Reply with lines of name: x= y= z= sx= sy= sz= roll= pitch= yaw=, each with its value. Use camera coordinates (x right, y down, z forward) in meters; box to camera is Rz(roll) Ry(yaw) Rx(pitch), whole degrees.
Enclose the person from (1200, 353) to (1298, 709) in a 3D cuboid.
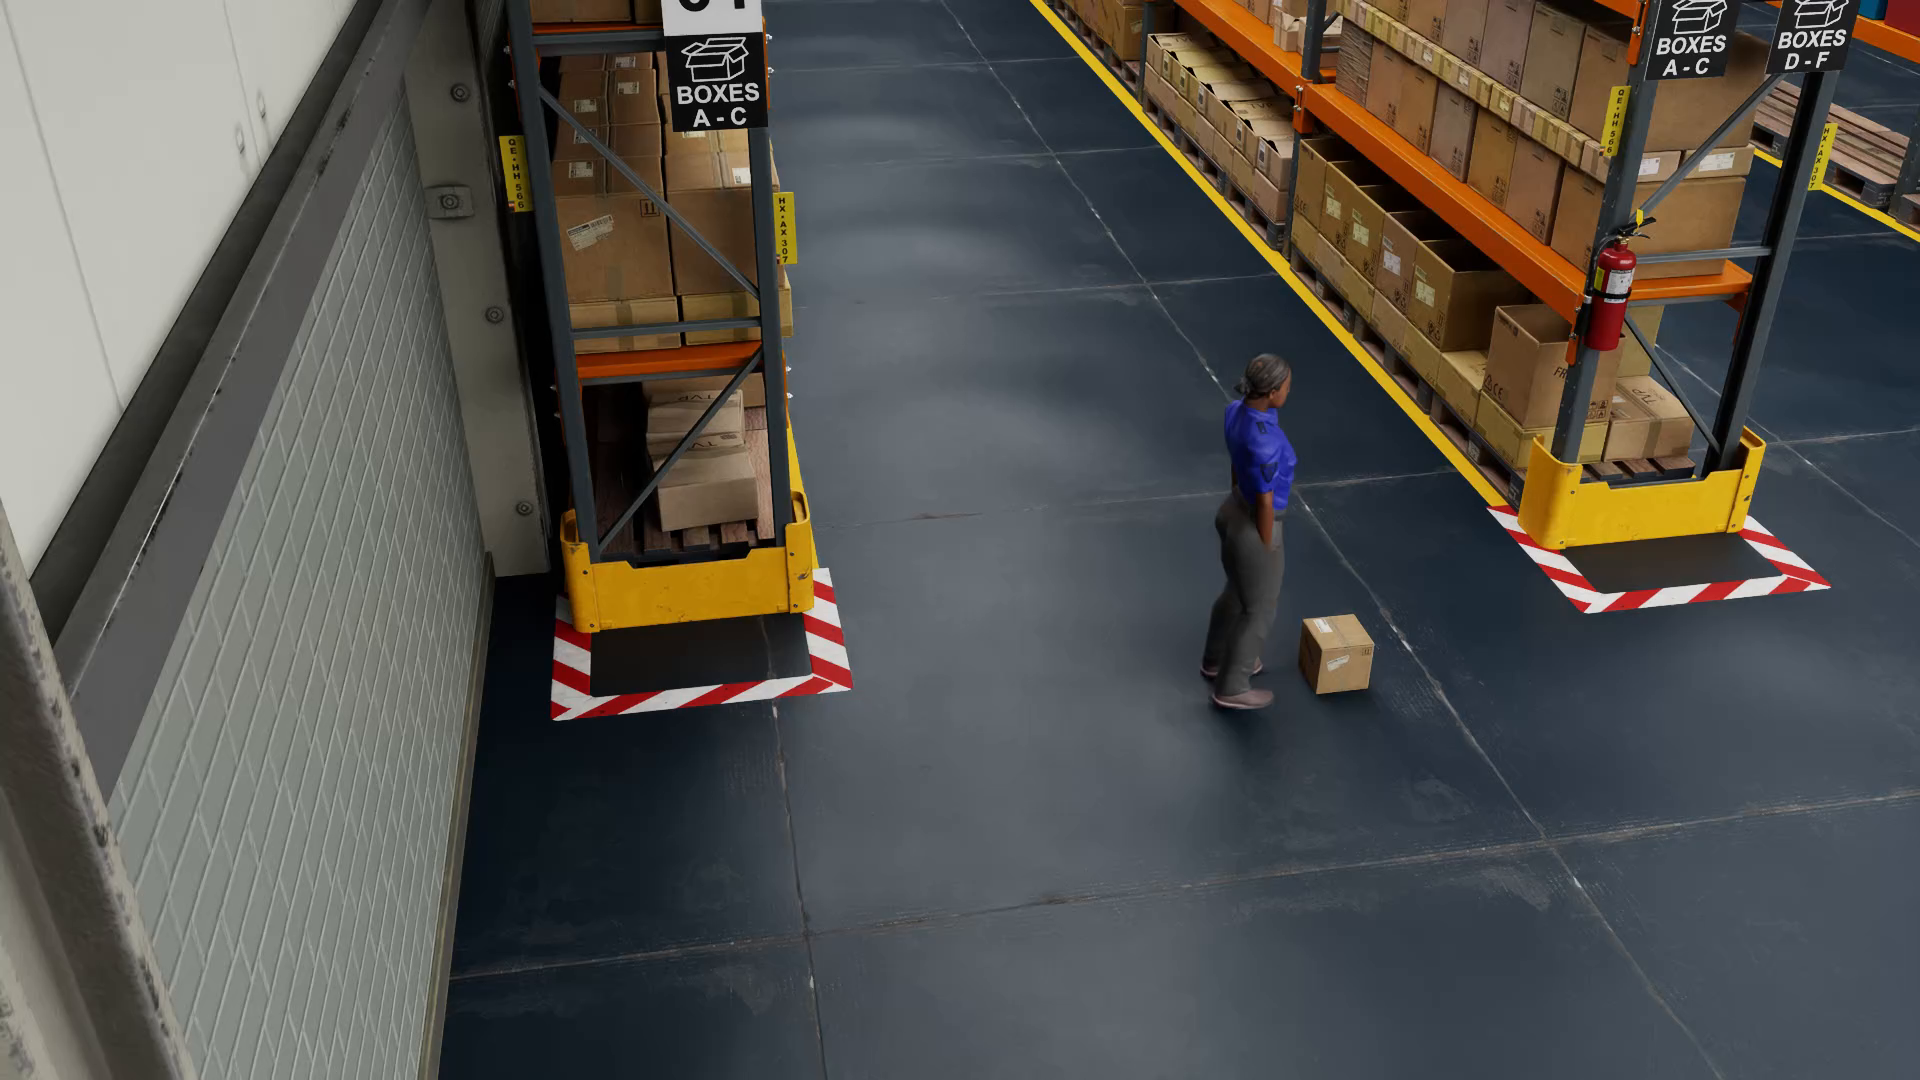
person: x=1.268 y=-0.043 z=7.229 sx=0.308 sy=1.666 sz=0.438 roll=-5 pitch=31 yaw=-8
